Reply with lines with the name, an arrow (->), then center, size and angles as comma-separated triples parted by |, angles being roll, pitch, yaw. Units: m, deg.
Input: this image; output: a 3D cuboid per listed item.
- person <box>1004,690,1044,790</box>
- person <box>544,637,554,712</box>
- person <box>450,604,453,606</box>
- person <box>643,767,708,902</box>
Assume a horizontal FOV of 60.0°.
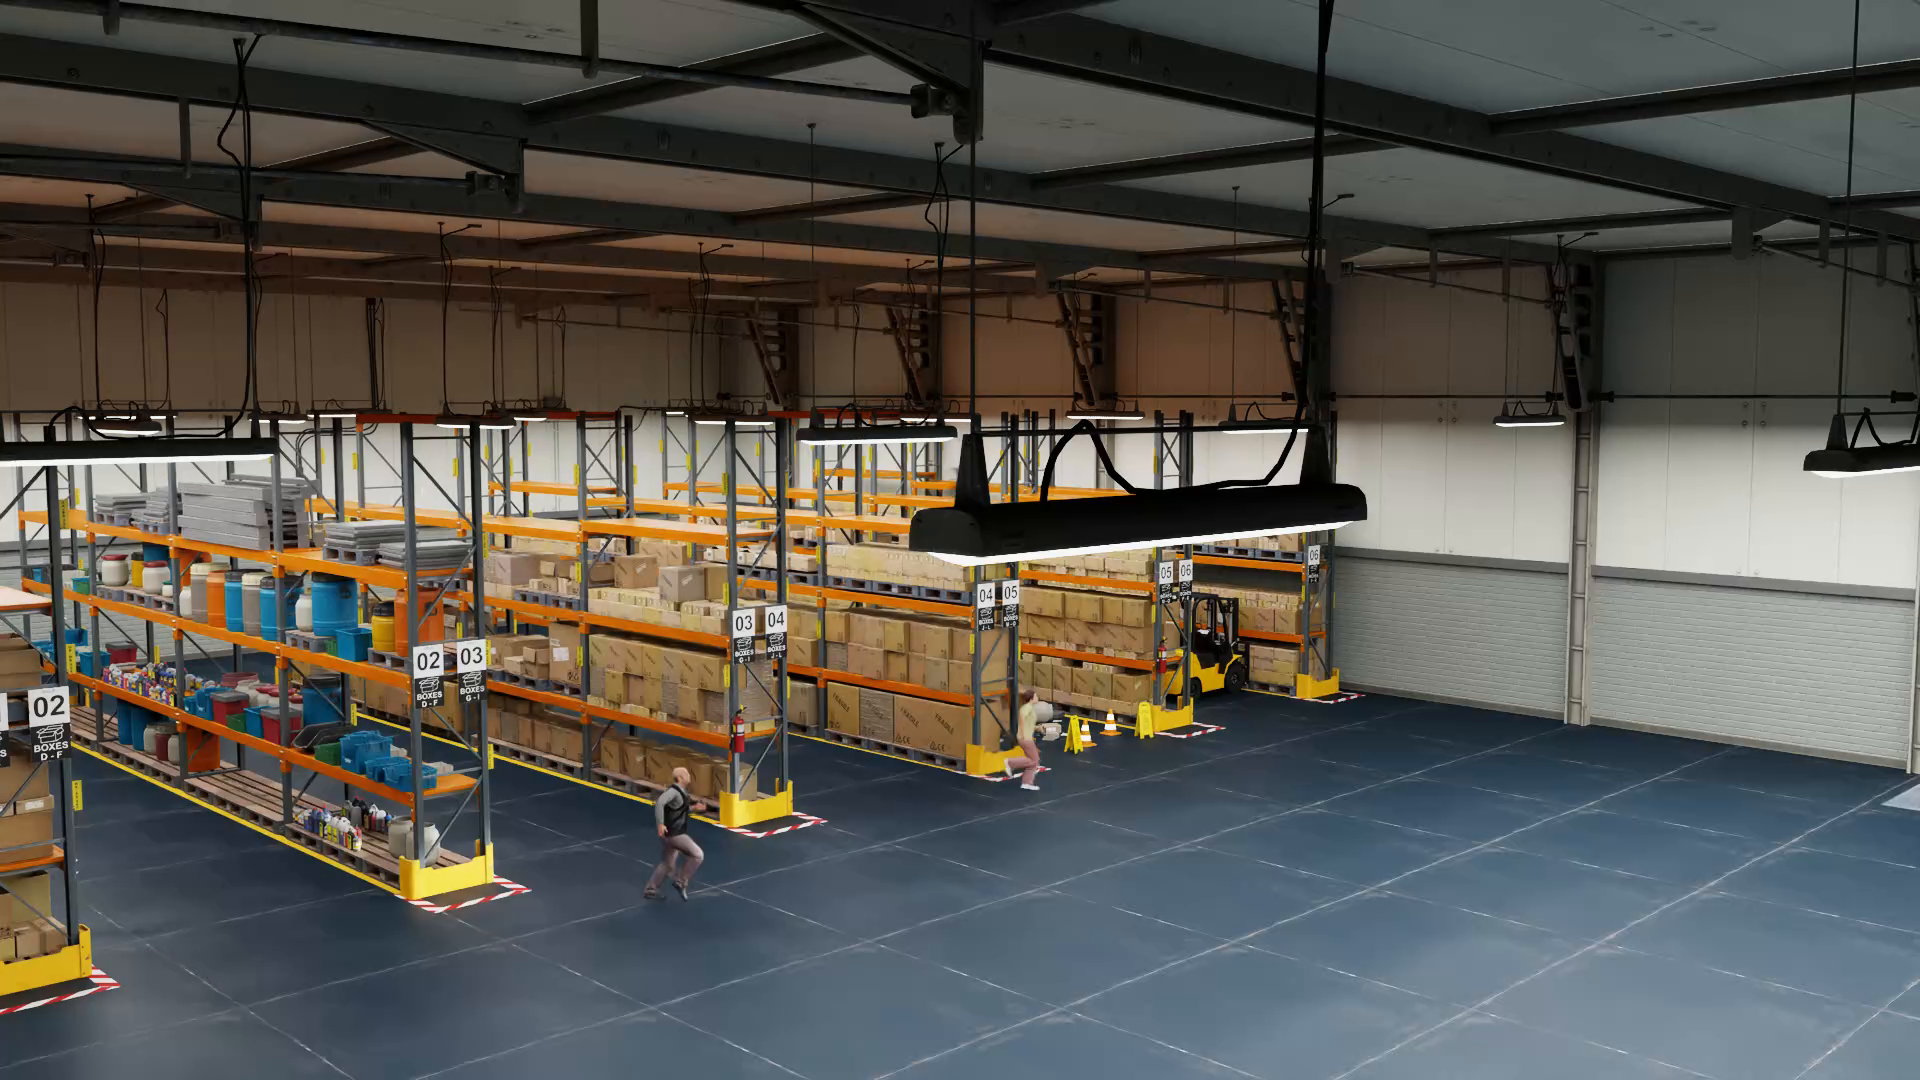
person -> 1.032, 3.220, 26.781 | 0.657, 1.622, 0.615 | 0, 5, -2
person -> -8.072, 2.711, 32.349 | 0.565, 1.667, 0.586 | 4, 7, 40
person -> -11.678, 2.247, 37.982 | 0.601, 1.559, 0.859 | -2, 5, -23
person -> -3.545, 3.674, 20.702 | 0.806, 1.702, 0.684 | -1, 5, -9
